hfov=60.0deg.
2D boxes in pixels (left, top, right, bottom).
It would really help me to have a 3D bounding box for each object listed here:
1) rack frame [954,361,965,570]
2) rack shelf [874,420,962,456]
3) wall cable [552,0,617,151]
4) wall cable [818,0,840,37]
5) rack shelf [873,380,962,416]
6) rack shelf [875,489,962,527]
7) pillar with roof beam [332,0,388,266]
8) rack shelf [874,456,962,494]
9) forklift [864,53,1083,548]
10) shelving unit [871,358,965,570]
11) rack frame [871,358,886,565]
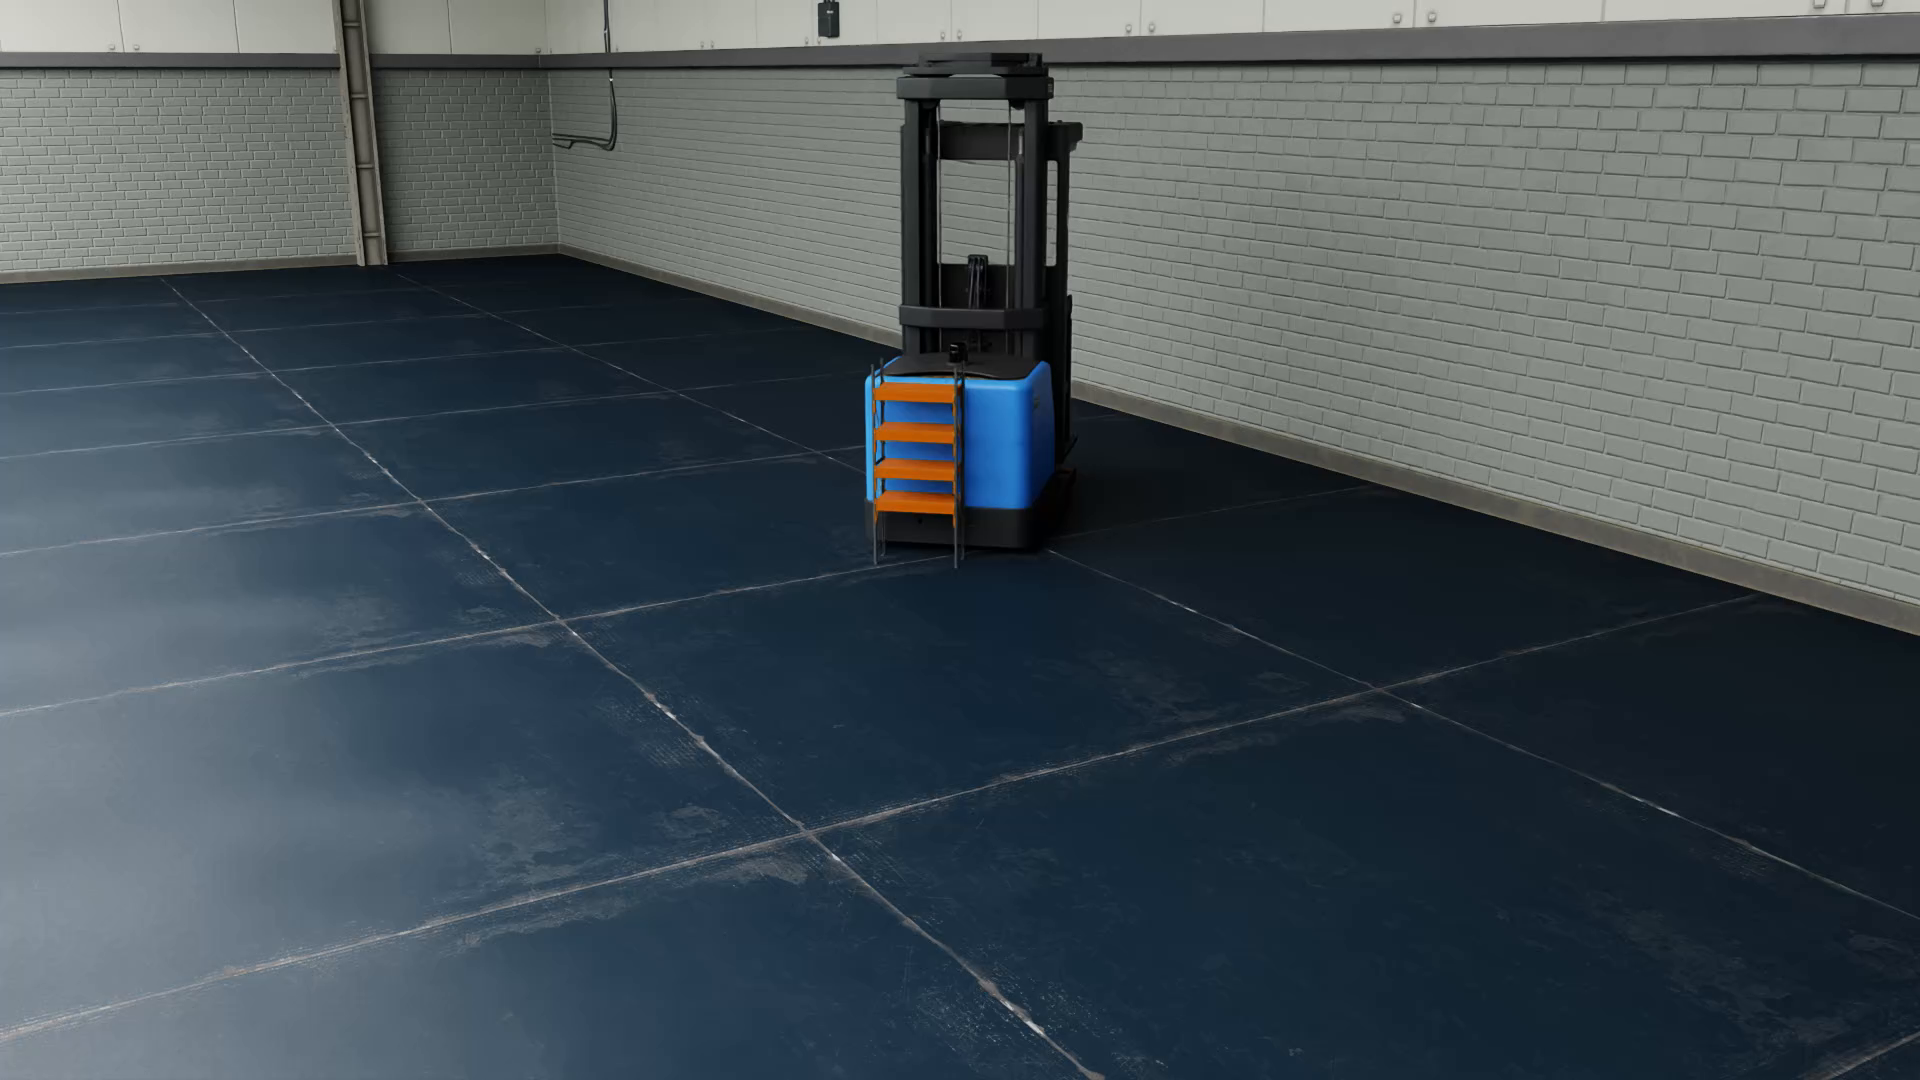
[{"bbox_3d":[-0.002,-0.436,9.742,0.015,1.200,0.240,3,16,11],"label":"rack frame"},{"bbox_3d":[-0.242,-0.599,9.745,0.480,0.148,0.258,3,16,11],"label":"rack shelf"},{"bbox_3d":[-5.793,-7.166,25.053,0.112,2.526,3.097,-9,18,-30],"label":"wall cable"},{"bbox_3d":[-0.917,-8.100,16.332,0.169,6.003,2.305,-9,18,-30],"label":"wall cable"},{"bbox_3d":[-0.242,-0.827,9.682,0.480,0.148,0.258,3,16,11],"label":"rack shelf"},{"bbox_3d":[-0.242,-0.193,9.860,0.480,0.148,0.258,3,16,11],"label":"rack shelf"},{"bbox_3d":[-6.782,-7.561,20.711,0.400,9.000,9.100,-9,18,-30],"label":"pillar with roof beam"},{"bbox_3d":[-0.242,-0.384,9.806,0.480,0.148,0.258,3,16,11],"label":"rack shelf"},{"bbox_3d":[0.206,-1.716,11.101,1.130,2.935,3.031,3,16,11],"label":"forklift"},{"bbox_3d":[-0.242,-0.449,9.788,0.503,1.200,0.258,3,16,11],"label":"shelving unit"},{"bbox_3d":[-0.481,-0.462,9.833,0.015,1.200,0.240,3,16,11],"label":"rack frame"}]
